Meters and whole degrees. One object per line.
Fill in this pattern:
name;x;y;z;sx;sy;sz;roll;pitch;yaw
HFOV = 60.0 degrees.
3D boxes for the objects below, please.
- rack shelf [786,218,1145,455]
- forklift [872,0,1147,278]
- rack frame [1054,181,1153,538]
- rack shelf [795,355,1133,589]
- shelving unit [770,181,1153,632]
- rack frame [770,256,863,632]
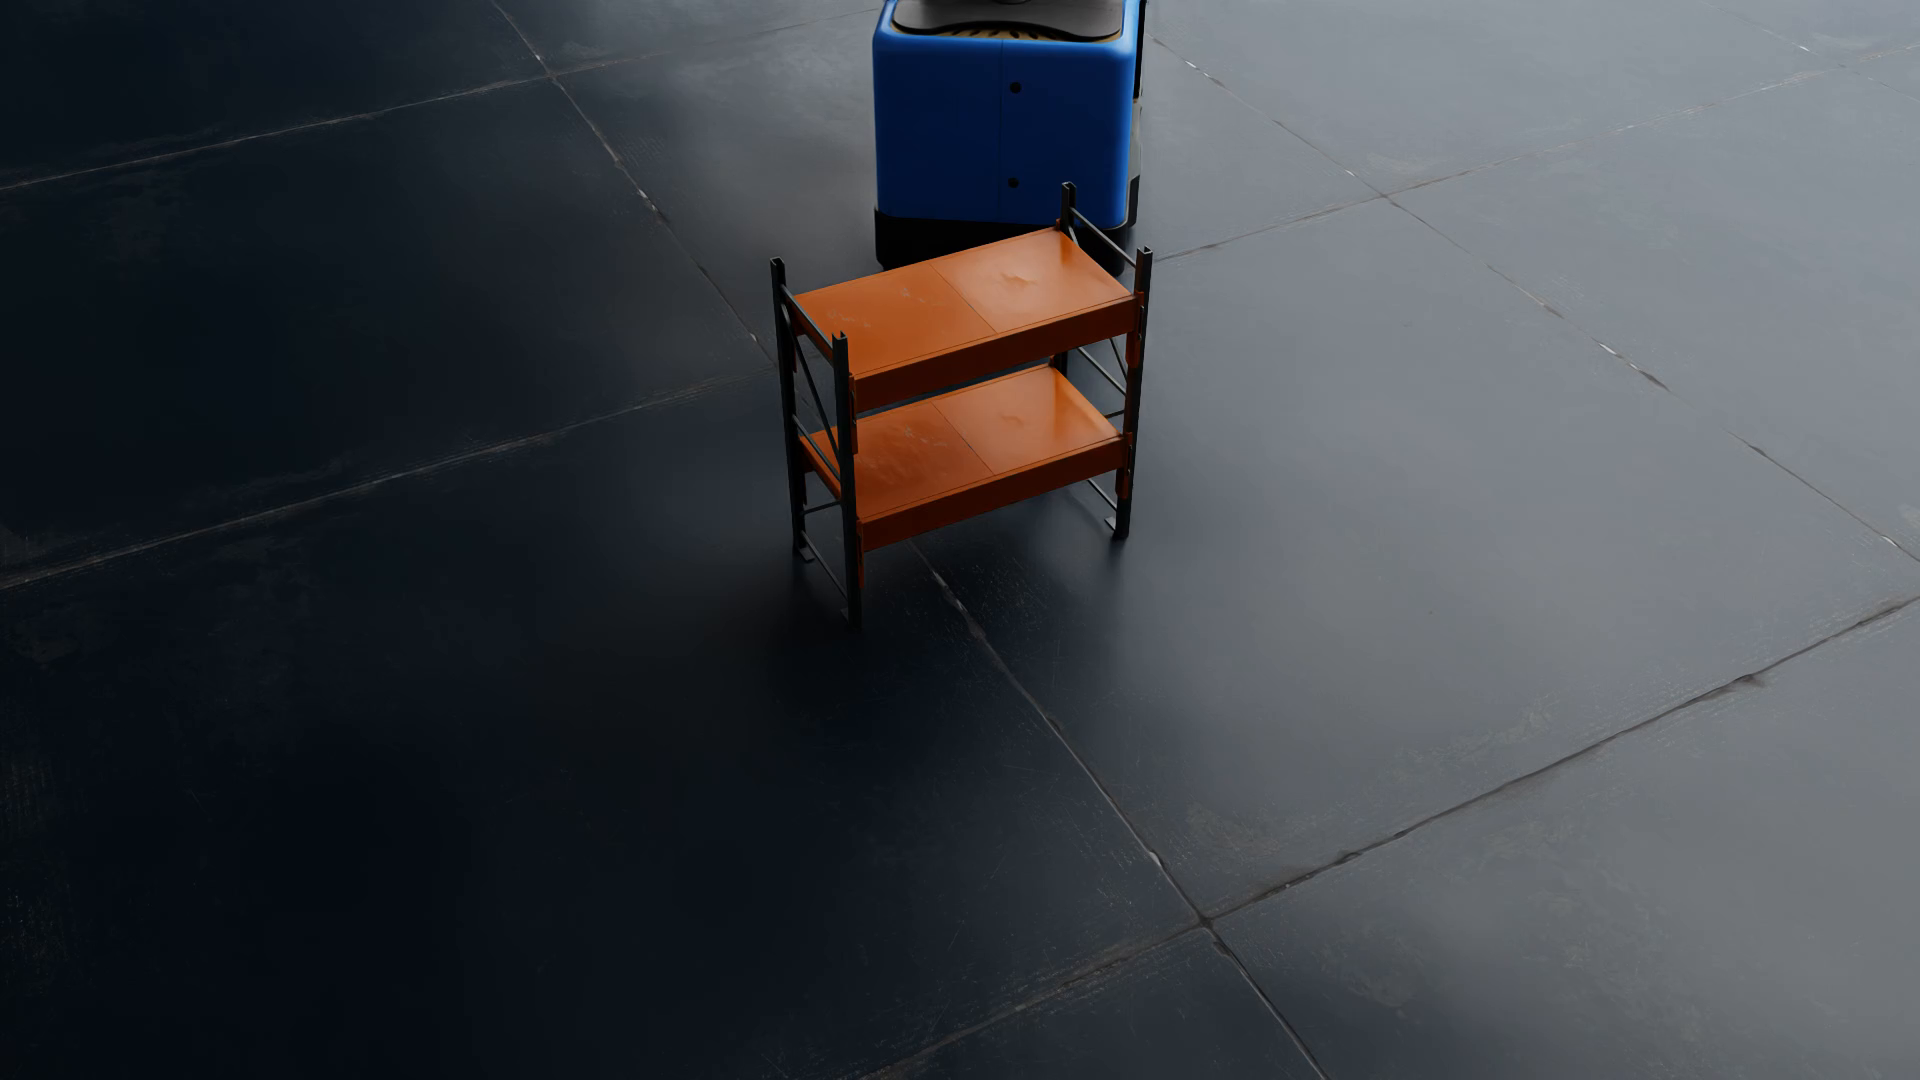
rack shelf;0.006;-0.655;5.200;1.000;0.278;0.538;-19;44;-21
forklift;0.319;-3.142;7.193;1.130;2.935;3.031;4;40;5
rack frame;0.457;-0.583;5.568;0.032;1.125;0.500;-19;44;-21
rack shelf;0.006;-0.245;5.547;1.000;0.278;0.538;-19;44;-21
shelving unit;0.006;-0.431;5.389;1.048;1.125;0.538;-19;44;-21
rack frame;-0.445;-0.280;5.210;0.032;1.125;0.500;-19;44;-21
